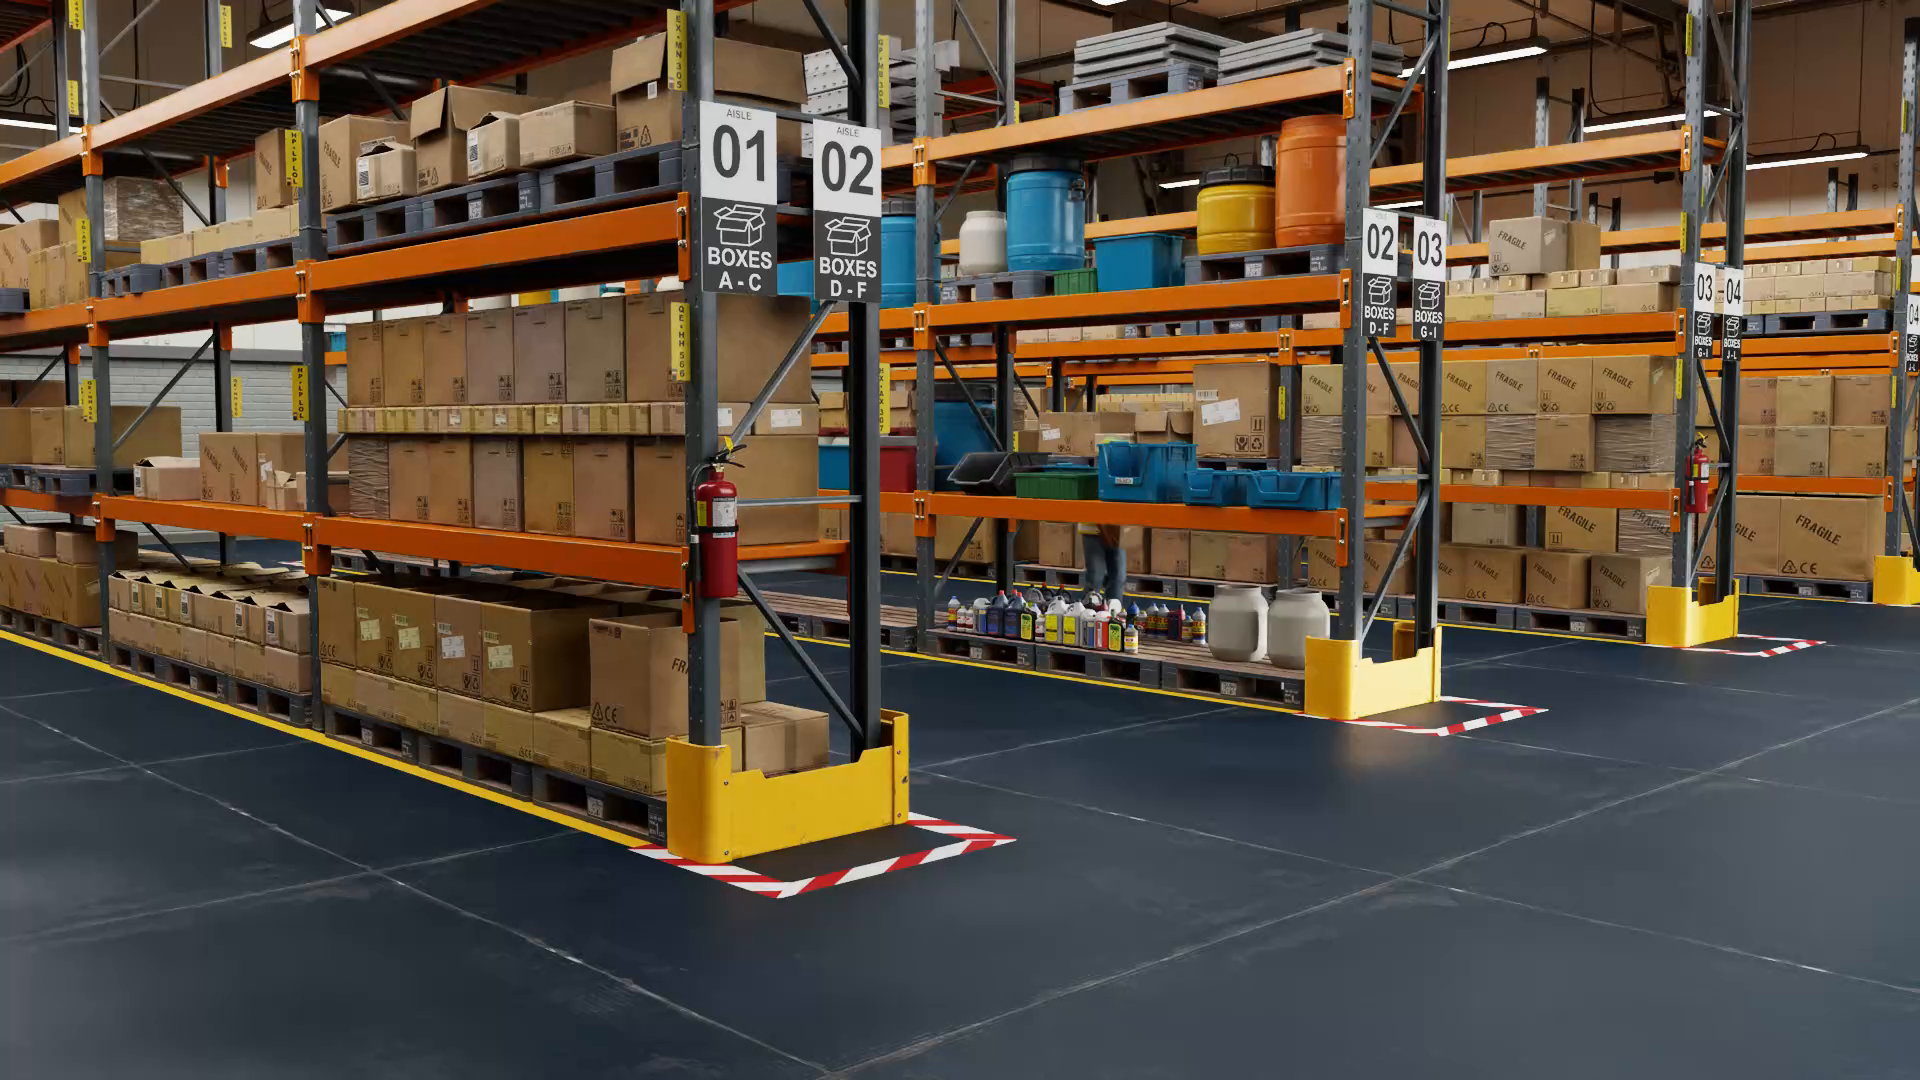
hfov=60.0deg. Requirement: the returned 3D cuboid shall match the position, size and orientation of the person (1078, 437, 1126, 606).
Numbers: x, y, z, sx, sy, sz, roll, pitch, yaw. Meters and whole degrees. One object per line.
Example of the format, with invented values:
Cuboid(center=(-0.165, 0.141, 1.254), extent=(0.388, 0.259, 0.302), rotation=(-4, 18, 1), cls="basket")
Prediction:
Cuboid(center=(1.325, -0.023, 14.565), extent=(0.504, 1.750, 0.586), rotation=(-2, 5, -30), cls="person")
